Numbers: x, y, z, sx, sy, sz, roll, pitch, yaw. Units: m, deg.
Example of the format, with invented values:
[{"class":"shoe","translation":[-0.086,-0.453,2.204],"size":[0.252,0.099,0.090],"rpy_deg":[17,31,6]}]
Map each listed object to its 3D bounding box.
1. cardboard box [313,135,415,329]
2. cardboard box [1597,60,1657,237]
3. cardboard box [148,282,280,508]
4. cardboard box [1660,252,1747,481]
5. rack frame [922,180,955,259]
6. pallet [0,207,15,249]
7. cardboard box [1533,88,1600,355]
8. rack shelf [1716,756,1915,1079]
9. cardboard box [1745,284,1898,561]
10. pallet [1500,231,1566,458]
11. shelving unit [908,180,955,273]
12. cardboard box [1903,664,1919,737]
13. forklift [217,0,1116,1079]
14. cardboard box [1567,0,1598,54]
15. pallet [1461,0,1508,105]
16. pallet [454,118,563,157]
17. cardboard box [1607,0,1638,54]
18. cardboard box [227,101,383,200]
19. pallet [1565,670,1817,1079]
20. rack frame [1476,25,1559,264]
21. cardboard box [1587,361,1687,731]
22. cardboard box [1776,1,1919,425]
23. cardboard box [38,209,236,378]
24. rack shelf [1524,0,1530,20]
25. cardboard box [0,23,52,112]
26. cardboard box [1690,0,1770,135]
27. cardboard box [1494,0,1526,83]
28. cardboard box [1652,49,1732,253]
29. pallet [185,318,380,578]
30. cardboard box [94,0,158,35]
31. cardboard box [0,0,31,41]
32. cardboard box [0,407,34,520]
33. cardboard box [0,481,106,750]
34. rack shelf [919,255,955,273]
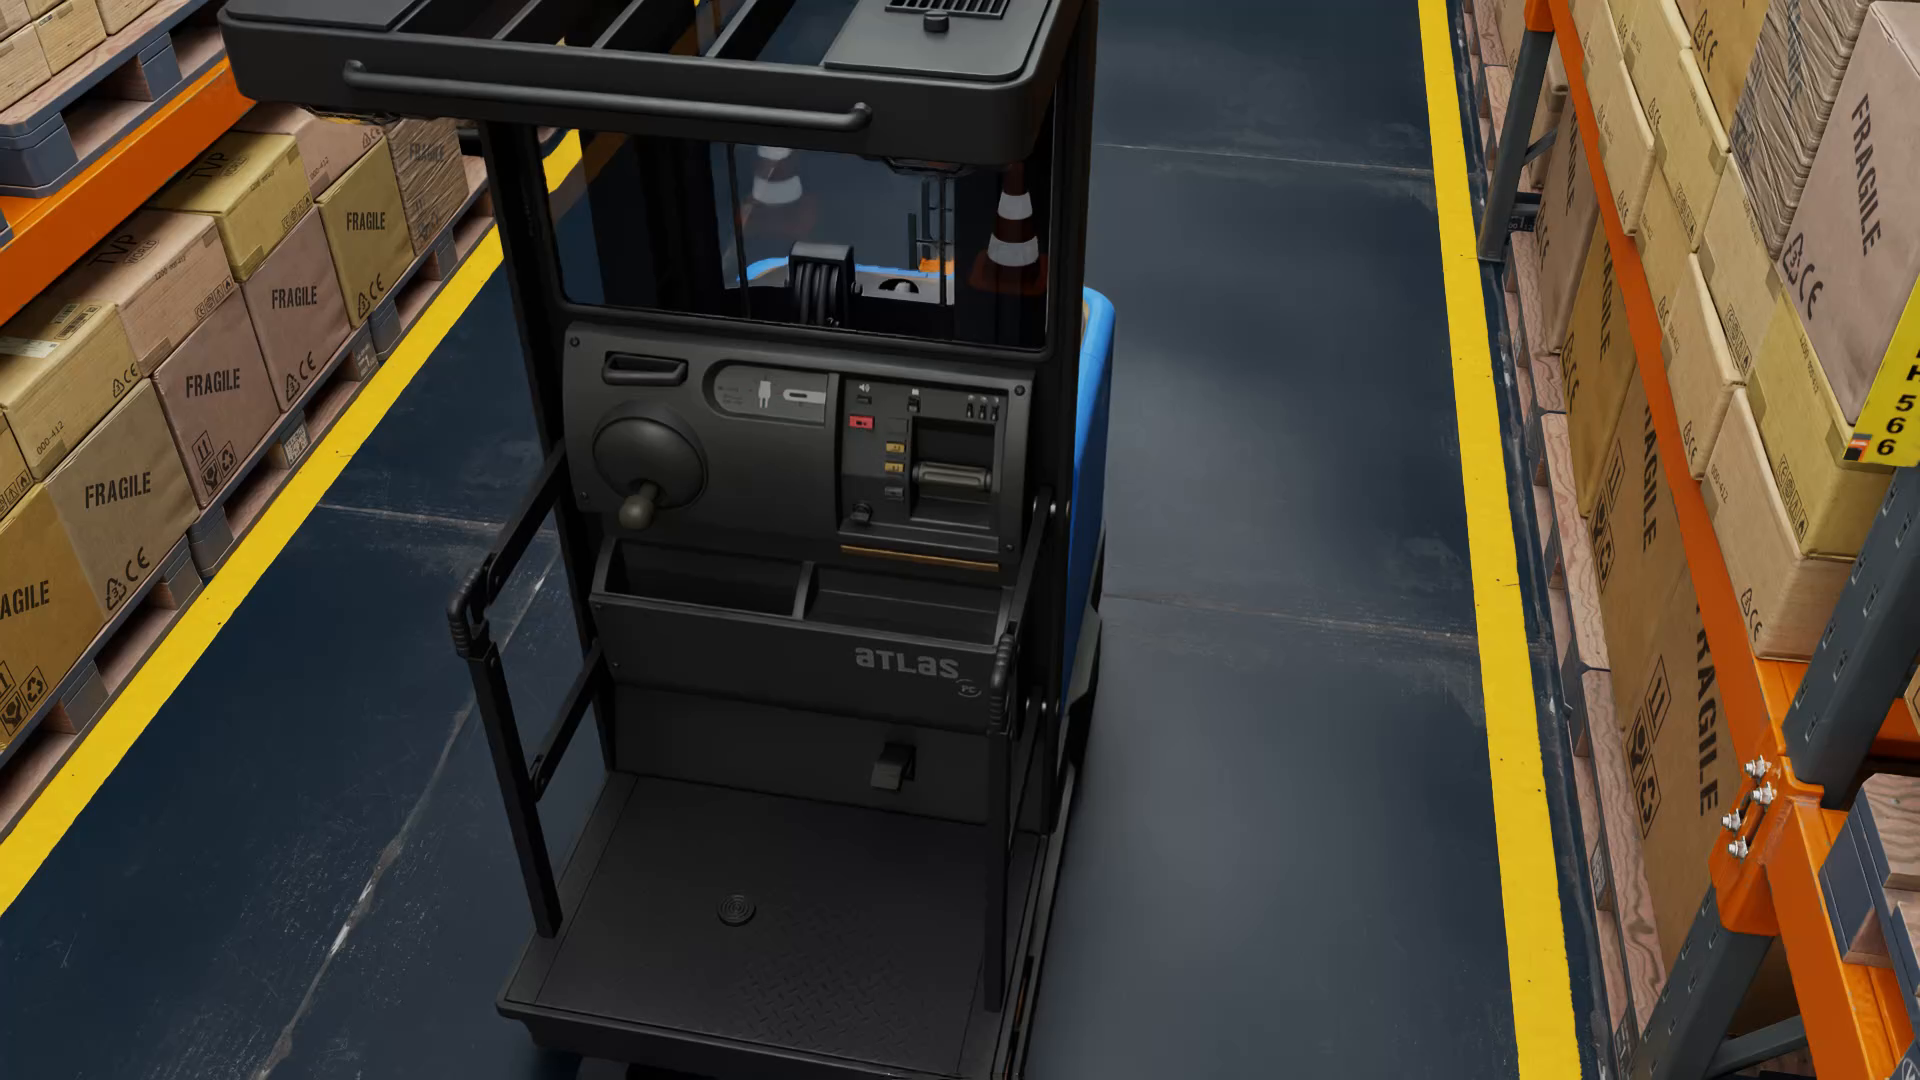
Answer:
[{"class":"cardboard box","translation":[-2.310,-1.107,5.867],"size":[0.500,0.500,0.500],"rpy_deg":[6,40,7]},{"class":"cardboard box","translation":[1.928,-0.978,4.196],"size":[0.500,0.250,0.500],"rpy_deg":[6,40,7]},{"class":"cardboard box","translation":[-2.491,-0.465,5.091],"size":[0.500,0.500,0.500],"rpy_deg":[5,40,7]},{"class":"cardboard box","translation":[1.765,-0.340,3.425],"size":[0.500,0.250,0.500],"rpy_deg":[7,40,8]},{"class":"rack frame","translation":[0.013,-0.511,4.926],"size":[0.240,1.200,0.006],"rpy_deg":[6,40,8]},{"class":"pallet","translation":[-3.015,-0.597,3.769],"size":[1.213,0.211,1.003],"rpy_deg":[6,40,8]},{"class":"cardboard box","translation":[2.524,-1.185,5.667],"size":[0.875,0.875,0.875],"rpy_deg":[8,40,9]},{"class":"rack shelf","translation":[1.514,1.803,1.280],"size":[1.077,0.370,4.000],"rpy_deg":[6,40,8]},{"class":"cardboard box","translation":[1.693,-0.197,2.859],"size":[0.500,0.250,0.500],"rpy_deg":[6,40,8]},{"class":"pallet","translation":[2.493,-0.673,5.898],"size":[1.003,0.211,1.213],"rpy_deg":[6,40,8]},{"class":"shelving unit","translation":[-0.002,-0.453,4.857],"size":[0.258,1.200,0.189],"rpy_deg":[6,40,8]},{"class":"cardboard box","translation":[1.554,0.212,1.998],"size":[0.500,0.500,0.500],"rpy_deg":[5,40,6]},{"class":"forklift","translation":[-0.364,-0.105,3.077],"size":[1.130,2.935,3.031],"rpy_deg":[7,40,8]},{"class":"cardboard box","translation":[2.128,-1.610,4.962],"size":[0.500,0.250,0.500],"rpy_deg":[5,40,7]},{"class":"pallet","translation":[2.970,-2.402,7.990],"size":[1.003,0.211,1.213],"rpy_deg":[6,40,8]},{"class":"pallet","translation":[-2.259,-2.073,7.592],"size":[1.003,0.211,1.213],"rpy_deg":[6,40,8]},{"class":"cardboard box","translation":[2.022,-1.486,4.419],"size":[0.500,0.250,0.500],"rpy_deg":[7,40,8]},{"class":"cardboard box","translation":[-2.323,-1.394,5.625],"size":[0.500,0.250,0.500],"rpy_deg":[8,40,10]},{"class":"pallet","translation":[2.071,0.858,4.046],"size":[1.003,0.211,1.213],"rpy_deg":[6,40,8]},{"class":"rack frame","translation":[2.552,-2.240,5.606],"size":[1.000,3.000,0.127],"rpy_deg":[6,40,8]},{"class":"cardboard box","translation":[2.220,-0.057,4.302],"size":[0.875,0.875,0.875],"rpy_deg":[7,40,8]},{"class":"cardboard box","translation":[1.692,-0.507,2.646],"size":[0.500,0.500,0.500],"rpy_deg":[5,40,6]},{"class":"cardboard box","translation":[-2.489,-0.733,4.826],"size":[0.500,0.250,0.500],"rpy_deg":[7,40,8]},{"class":"rack shelf","translation":[2.898,-3.218,7.353],"size":[1.077,0.370,4.000],"rpy_deg":[6,40,8]},{"class":"cardboard box","translation":[-2.575,-1.210,4.228],"size":[0.380,0.149,0.250],"rpy_deg":[8,40,9]},{"class":"cardboard box","translation":[1.865,-1.141,3.413],"size":[0.500,0.500,0.500],"rpy_deg":[6,40,8]},{"class":"cardboard box","translation":[2.921,-2.359,7.430],"size":[0.875,0.438,0.875],"rpy_deg":[5,40,6]},{"class":"cardboard box","translation":[1.847,-0.842,3.640],"size":[0.500,0.250,0.500],"rpy_deg":[5,40,7]},{"class":"pallet","translation":[-2.683,-0.391,5.558],"size":[1.003,0.211,1.213],"rpy_deg":[6,40,8]},{"class":"cardboard box","translation":[-2.483,-1.531,4.616],"size":[0.380,0.149,0.250],"rpy_deg":[5,40,6]},{"class":"cardboard box","translation":[-2.576,-1.326,4.134],"size":[0.380,0.149,0.250],"rpy_deg":[6,40,8]},{"class":"cardboard box","translation":[-2.675,-0.106,4.068],"size":[0.500,0.250,0.500],"rpy_deg":[5,40,6]},{"class":"cardboard box","translation":[-2.659,0.173,4.318],"size":[0.500,0.500,0.500],"rpy_deg":[5,40,6]},{"class":"rack shelf","translation":[-0.002,-0.697,4.656],"size":[0.258,0.103,0.180],"rpy_deg":[6,40,8]}]
